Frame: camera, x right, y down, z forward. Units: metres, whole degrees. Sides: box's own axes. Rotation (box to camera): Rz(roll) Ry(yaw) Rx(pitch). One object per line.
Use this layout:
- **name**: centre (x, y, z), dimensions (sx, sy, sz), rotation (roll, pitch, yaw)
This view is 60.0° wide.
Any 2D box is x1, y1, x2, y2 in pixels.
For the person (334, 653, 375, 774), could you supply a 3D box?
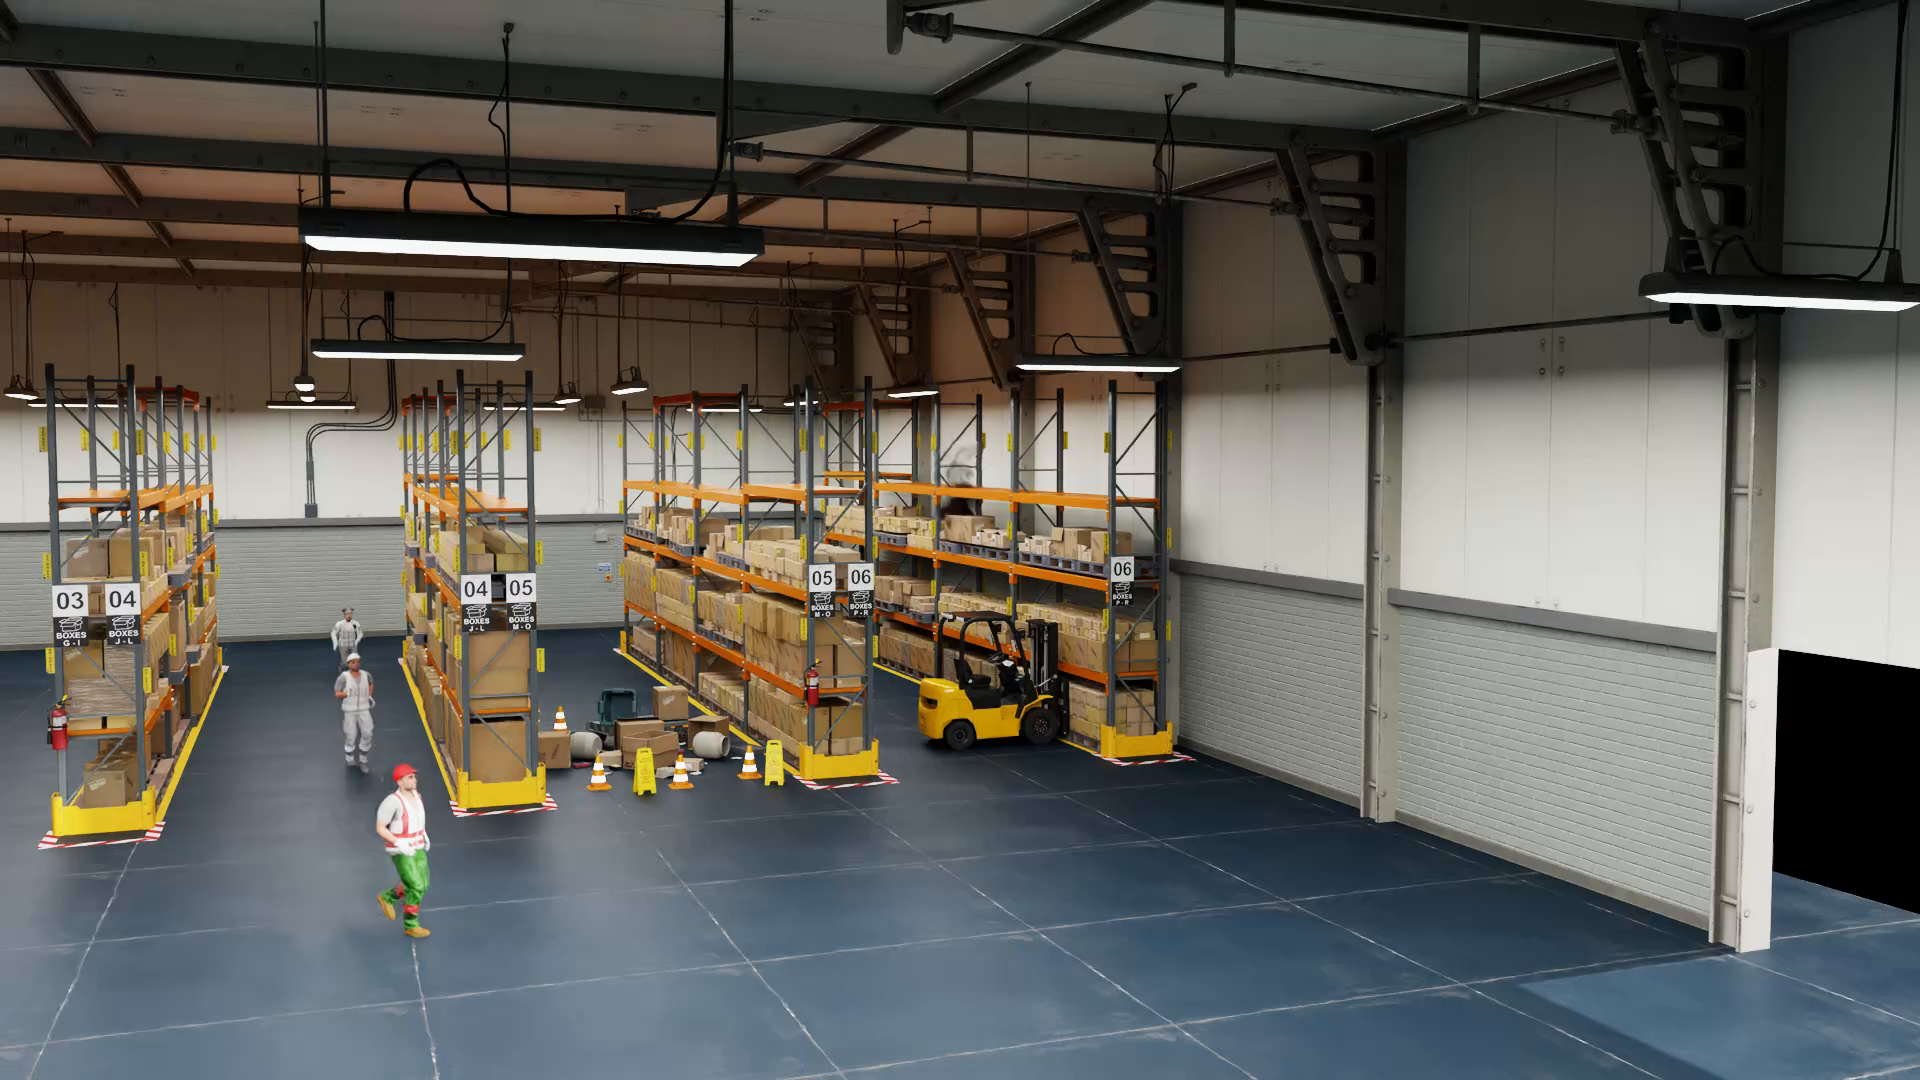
- **person**: centre (-9.161, 2.634, 25.249), dimensions (0.631, 1.836, 0.716), rotation (-2, 4, -33)

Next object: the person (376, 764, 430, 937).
- **person**: centre (-5.697, 3.145, 16.929), dimensions (0.672, 1.750, 0.675), rotation (1, 4, 18)

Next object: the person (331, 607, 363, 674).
- **person**: centre (-12.541, 2.190, 34.090), dimensions (0.600, 1.643, 0.576), rotation (-2, 4, -30)
